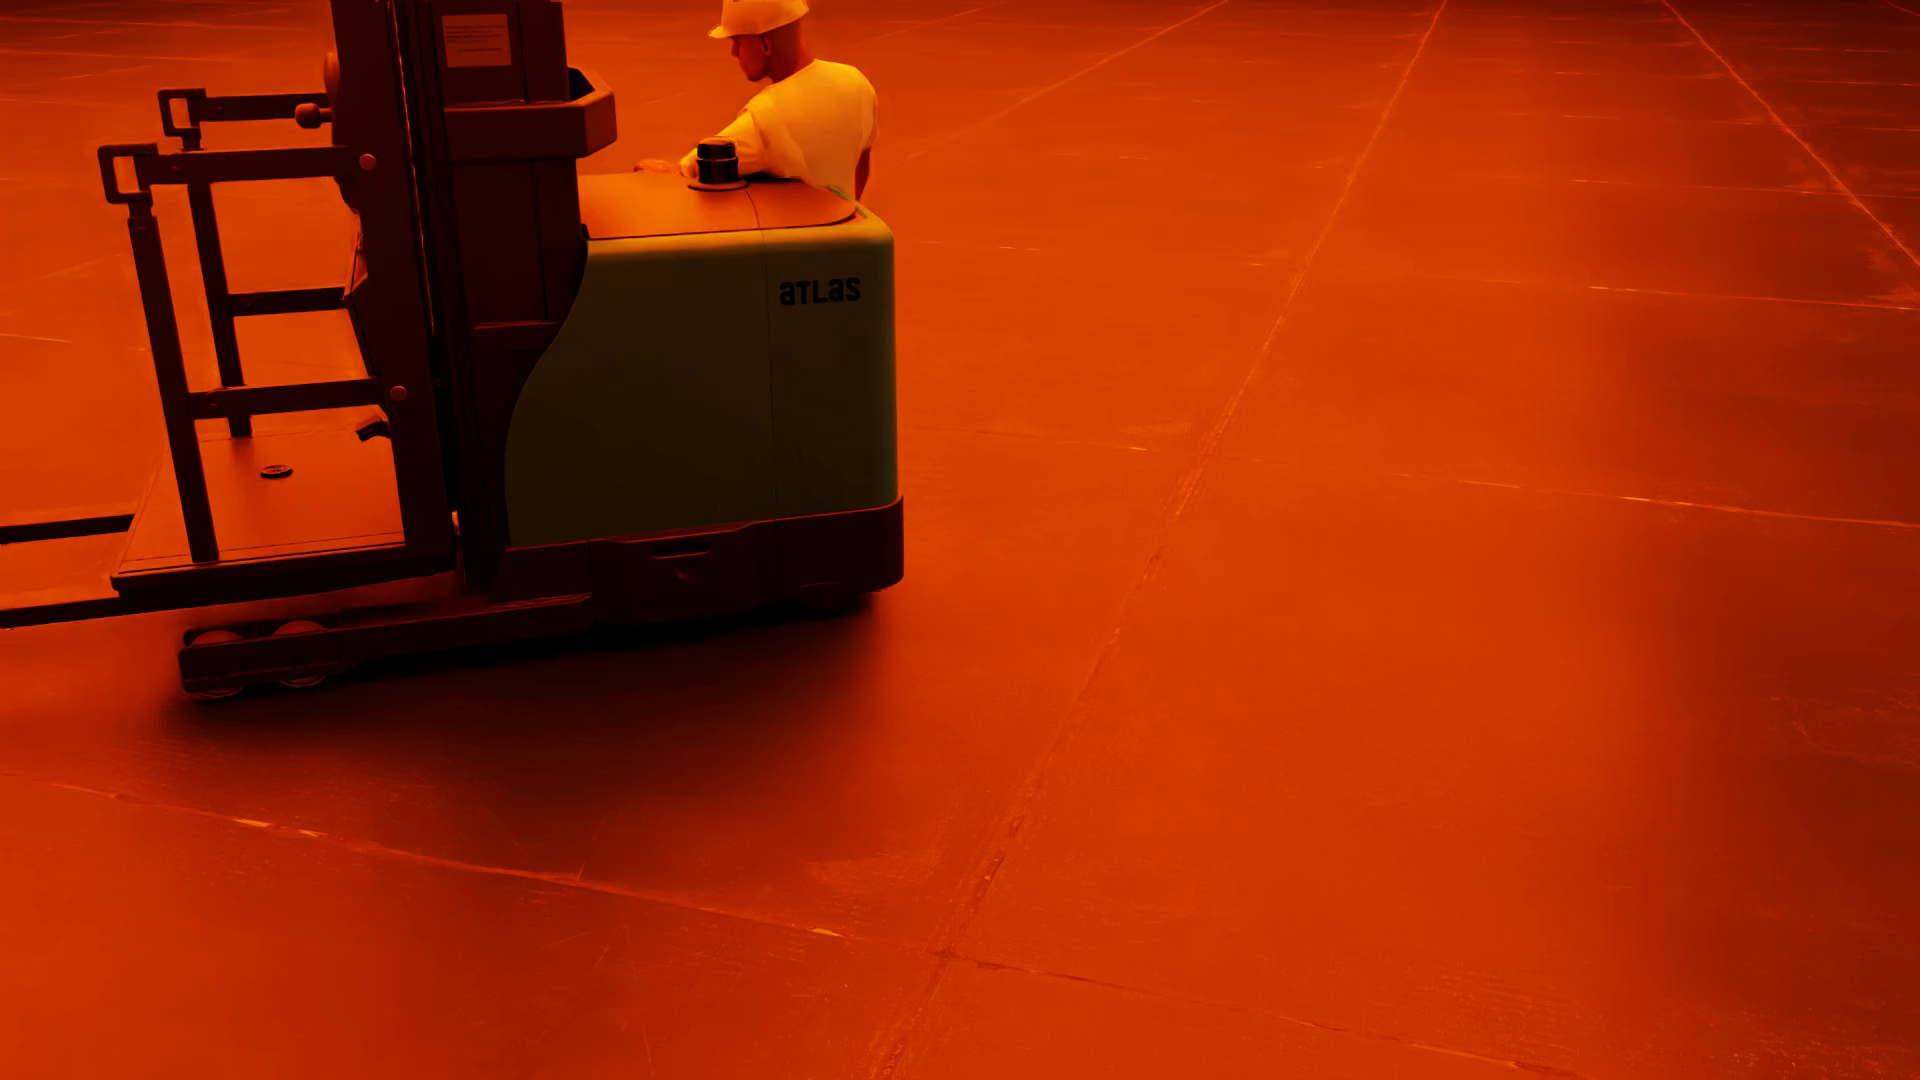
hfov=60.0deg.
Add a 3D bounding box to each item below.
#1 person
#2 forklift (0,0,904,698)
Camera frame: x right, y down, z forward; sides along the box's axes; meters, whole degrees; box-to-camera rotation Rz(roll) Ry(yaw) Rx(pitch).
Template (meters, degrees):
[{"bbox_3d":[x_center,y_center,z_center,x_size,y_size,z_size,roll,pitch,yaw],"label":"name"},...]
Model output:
[{"bbox_3d":[-0.603,-0.876,5.087,0.876,1.662,0.878,10,24,22],"label":"person"},{"bbox_3d":[-1.733,-1.184,4.148,3.031,2.935,1.130,-7,23,-16],"label":"forklift"}]
